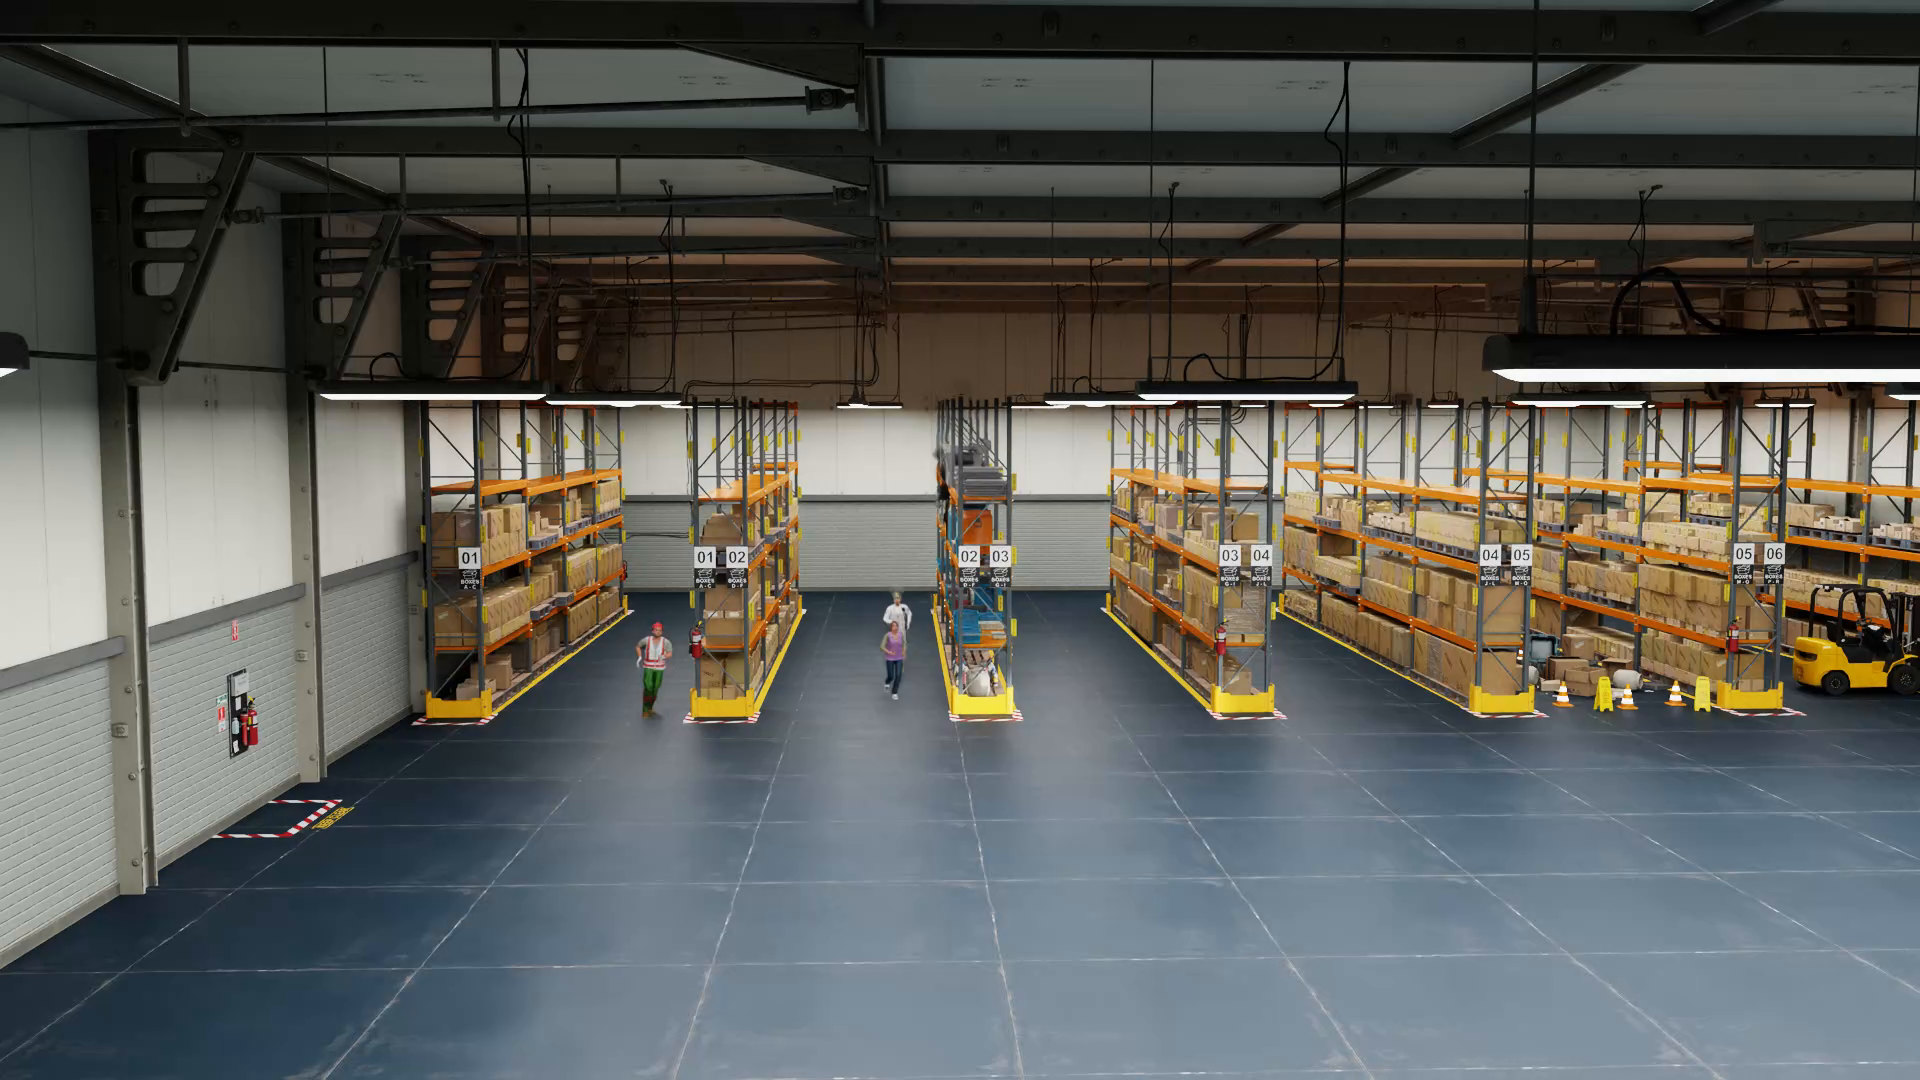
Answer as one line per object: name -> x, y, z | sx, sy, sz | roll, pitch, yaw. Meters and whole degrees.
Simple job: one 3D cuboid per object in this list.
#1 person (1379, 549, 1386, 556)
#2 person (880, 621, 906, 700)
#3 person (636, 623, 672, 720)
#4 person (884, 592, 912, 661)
person -> 12.650, 1.076, 49.900 | 0.531, 1.605, 0.657 | -1, 5, -13
person -> -1.323, 2.390, 33.161 | 0.542, 1.546, 0.625 | -2, 5, -20
person -> -5.733, 2.450, 31.210 | 0.661, 1.826, 0.762 | -1, 5, -18
person -> -1.387, 2.013, 37.049 | 0.625, 1.711, 0.934 | 0, 4, -2
